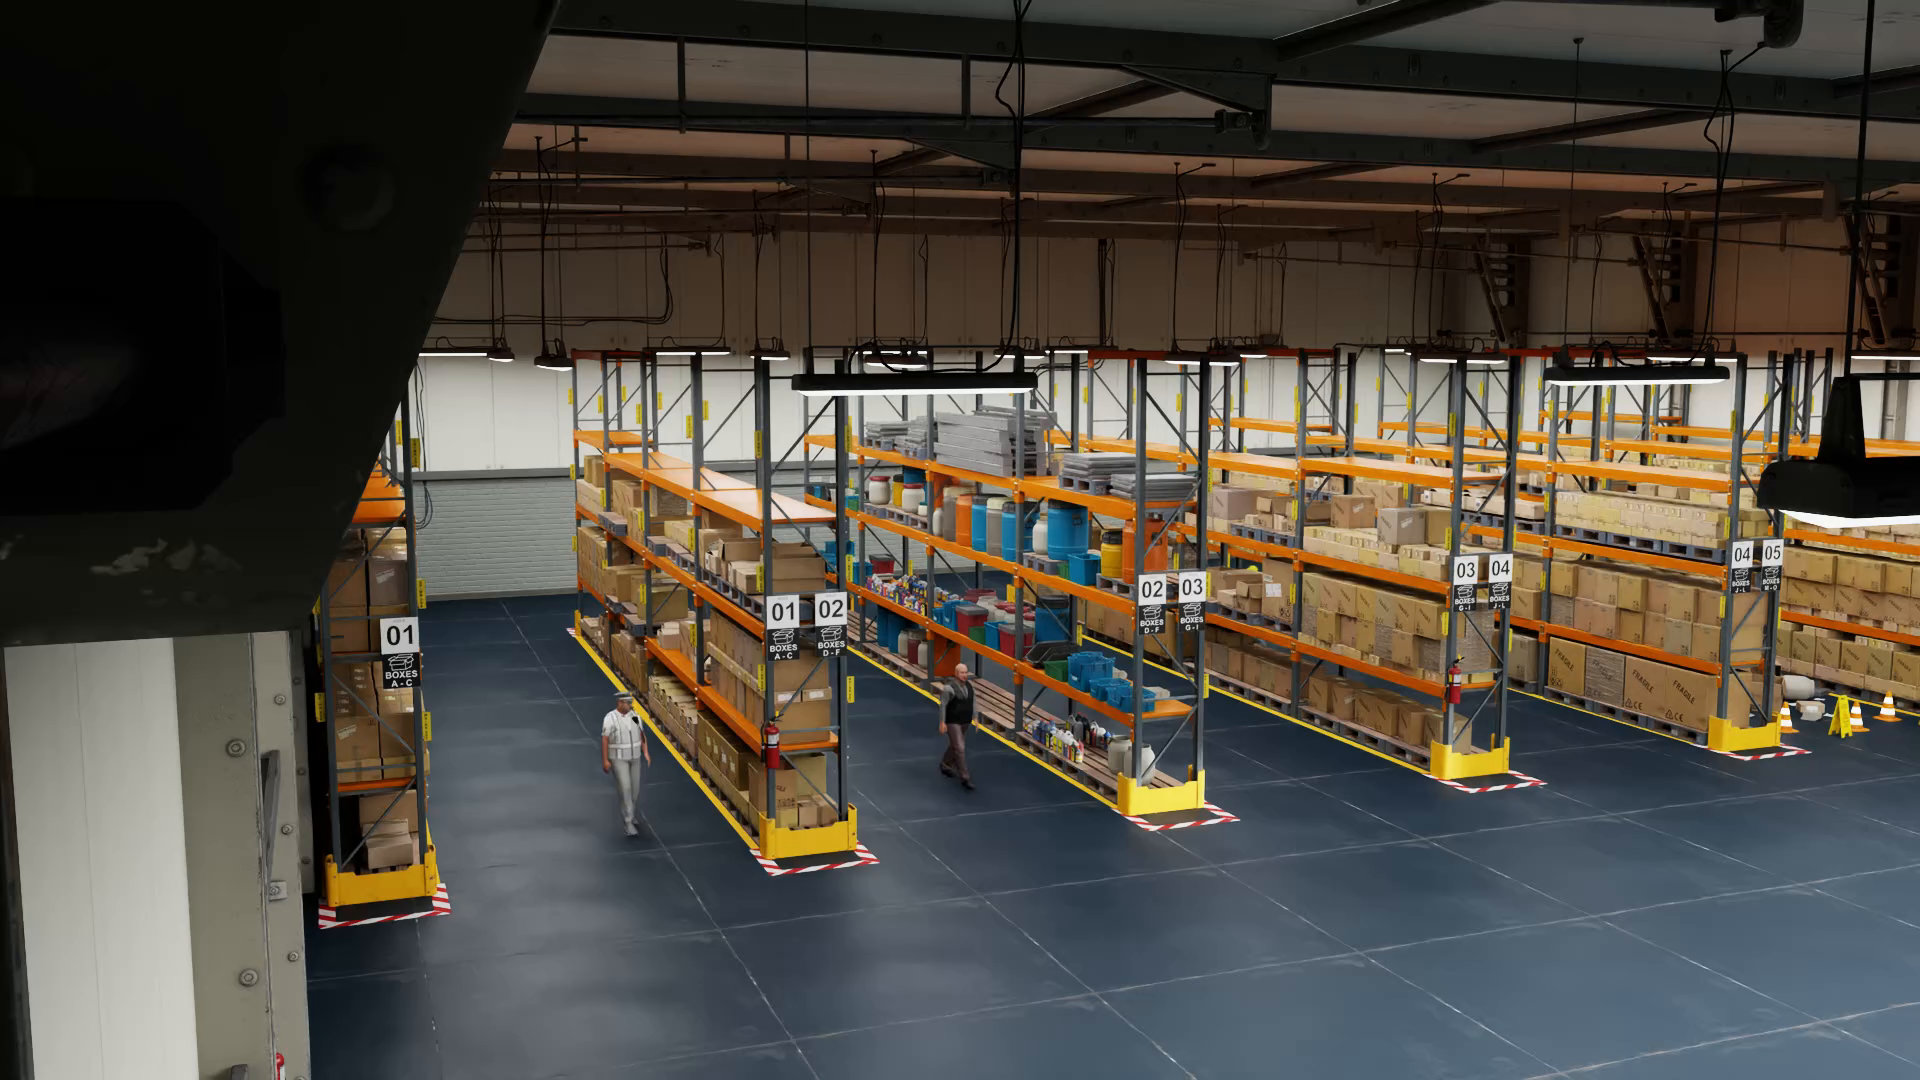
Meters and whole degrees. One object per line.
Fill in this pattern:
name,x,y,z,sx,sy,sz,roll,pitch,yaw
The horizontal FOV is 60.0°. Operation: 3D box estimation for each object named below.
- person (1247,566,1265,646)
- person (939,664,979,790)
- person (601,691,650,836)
person,5.862,1.387,32.935,0.649,1.740,0.616,-7,10,-45
person,0.013,2.572,23.385,0.941,1.675,0.555,7,10,43
person,-4.207,2.840,21.303,0.558,1.782,0.681,-7,10,-43
